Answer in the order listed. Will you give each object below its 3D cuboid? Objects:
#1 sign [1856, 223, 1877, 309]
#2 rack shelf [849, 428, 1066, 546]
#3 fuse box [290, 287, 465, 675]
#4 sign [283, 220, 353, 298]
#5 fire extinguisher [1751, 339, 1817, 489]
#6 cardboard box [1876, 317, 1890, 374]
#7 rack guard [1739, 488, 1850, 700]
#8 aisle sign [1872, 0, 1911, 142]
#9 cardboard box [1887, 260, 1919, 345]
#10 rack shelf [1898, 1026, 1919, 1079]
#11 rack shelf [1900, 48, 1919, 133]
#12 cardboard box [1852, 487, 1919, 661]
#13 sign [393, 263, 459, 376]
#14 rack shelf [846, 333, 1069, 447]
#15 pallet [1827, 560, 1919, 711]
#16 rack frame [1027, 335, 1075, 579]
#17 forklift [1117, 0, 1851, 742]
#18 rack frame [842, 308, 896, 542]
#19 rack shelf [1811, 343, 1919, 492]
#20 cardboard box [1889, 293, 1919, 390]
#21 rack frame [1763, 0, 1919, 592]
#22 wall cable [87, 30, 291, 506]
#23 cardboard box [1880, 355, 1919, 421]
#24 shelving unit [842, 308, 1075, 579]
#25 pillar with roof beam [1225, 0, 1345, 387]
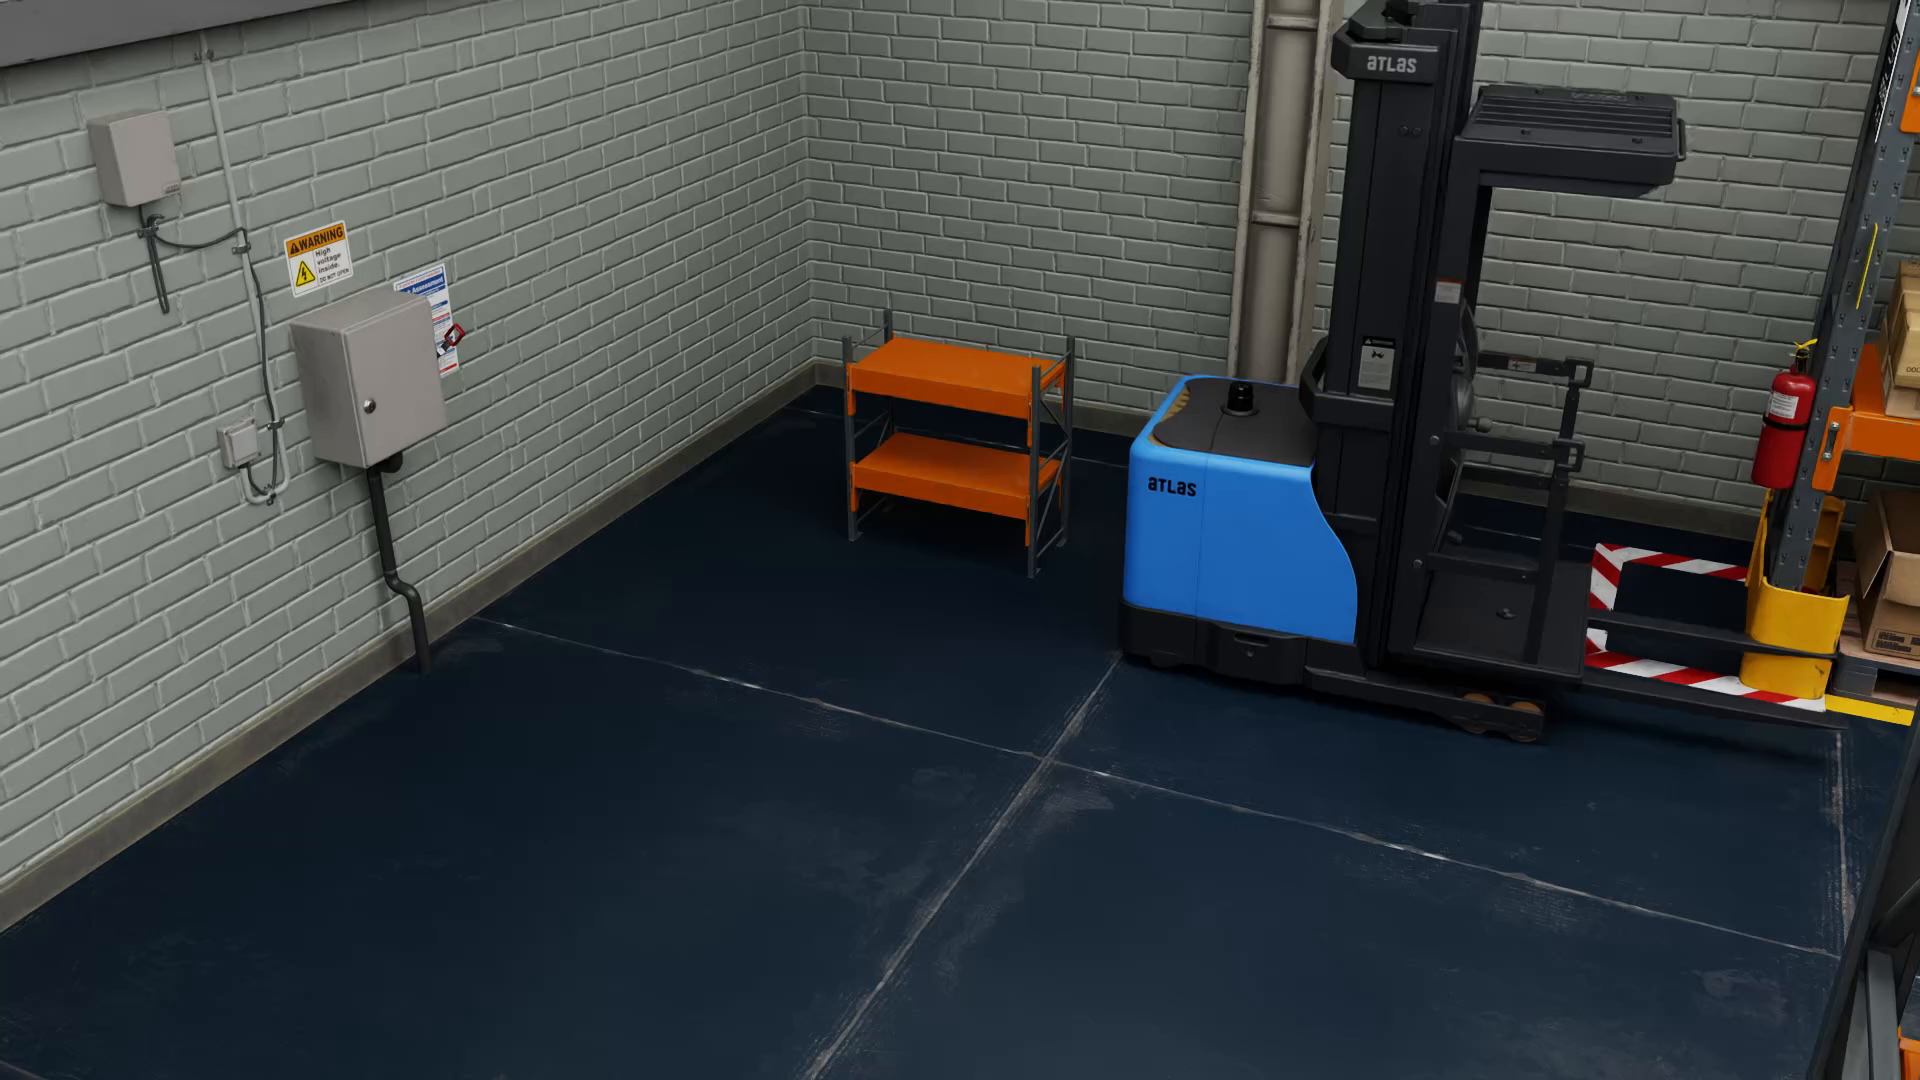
[{"bbox_3d":[3.583,-1.082,6.572,0.005,0.325,0.100,11,28,22],"label":"sign"},{"bbox_3d":[-0.006,-0.287,8.612,1.000,0.278,0.538,11,28,22],"label":"rack shelf"},{"bbox_3d":[-2.384,-0.177,7.173,0.414,1.711,0.539,11,28,22],"label":"fuse box"},{"bbox_3d":[-2.596,-1.141,6.737,0.001,0.242,0.339,11,28,22],"label":"sign"},{"bbox_3d":[3.482,-0.551,6.984,0.183,0.674,0.296,11,28,22],"label":"fire extinguisher"},{"bbox_3d":[4.220,-0.847,7.359,0.250,0.149,0.380,11,28,21],"label":"cardboard box"},{"bbox_3d":[3.876,0.223,7.731,0.348,0.500,1.175,11,28,22],"label":"rack guard"},{"bbox_3d":[3.624,-1.973,6.418,0.004,0.787,0.394,11,28,22],"label":"aisle sign"},{"bbox_3d":[4.336,-1.001,7.220,0.500,0.250,0.500,12,29,23],"label":"cardboard box"},{"bbox_3d":[3.577,1.773,2.568,4.000,0.370,1.077,11,28,22],"label":"rack shelf"},{"bbox_3d":[5.628,-1.570,5.961,4.000,0.370,1.077,11,28,22],"label":"rack shelf"},{"bbox_3d":[4.325,0.169,7.361,0.637,0.503,0.797,10,28,20],"label":"cardboard box"},{"bbox_3d":[-2.368,-0.949,7.389,0.001,0.494,0.329,11,28,22],"label":"sign"},{"bbox_3d":[-0.006,-0.768,8.375,1.000,0.278,0.538,11,28,22],"label":"rack shelf"},{"bbox_3d":[4.602,0.498,7.499,1.213,0.211,1.003,11,28,22],"label":"pallet"},{"bbox_3d":[0.457,-0.413,8.315,0.032,1.125,0.500,11,28,22],"label":"rack frame"},{"bbox_3d":[2.293,-0.729,6.912,3.031,2.935,1.130,10,28,19],"label":"forklift"},{"bbox_3d":[-0.469,-0.599,8.693,0.032,1.125,0.500,11,28,22],"label":"rack frame"},{"bbox_3d":[5.628,-0.224,6.623,4.000,0.370,1.077,11,28,22],"label":"rack shelf"},{"bbox_3d":[4.109,-0.787,6.786,0.500,0.250,0.500,12,28,22],"label":"cardboard box"},{"bbox_3d":[3.807,-0.912,7.207,0.127,3.000,1.000,11,28,22],"label":"rack frame"},{"bbox_3d":[-2.810,-0.965,6.165,0.122,1.984,0.588,11,28,22],"label":"wall cable"},{"bbox_3d":[3.993,-0.629,6.916,0.250,0.149,0.380,11,28,21],"label":"cardboard box"},{"bbox_3d":[-0.006,-0.506,8.504,1.048,1.125,0.538,11,28,22],"label":"shelving unit"},{"bbox_3d":[-0.056,-2.728,4.103,0.400,9.000,9.100,11,28,22],"label":"pillar with roof beam"}]
